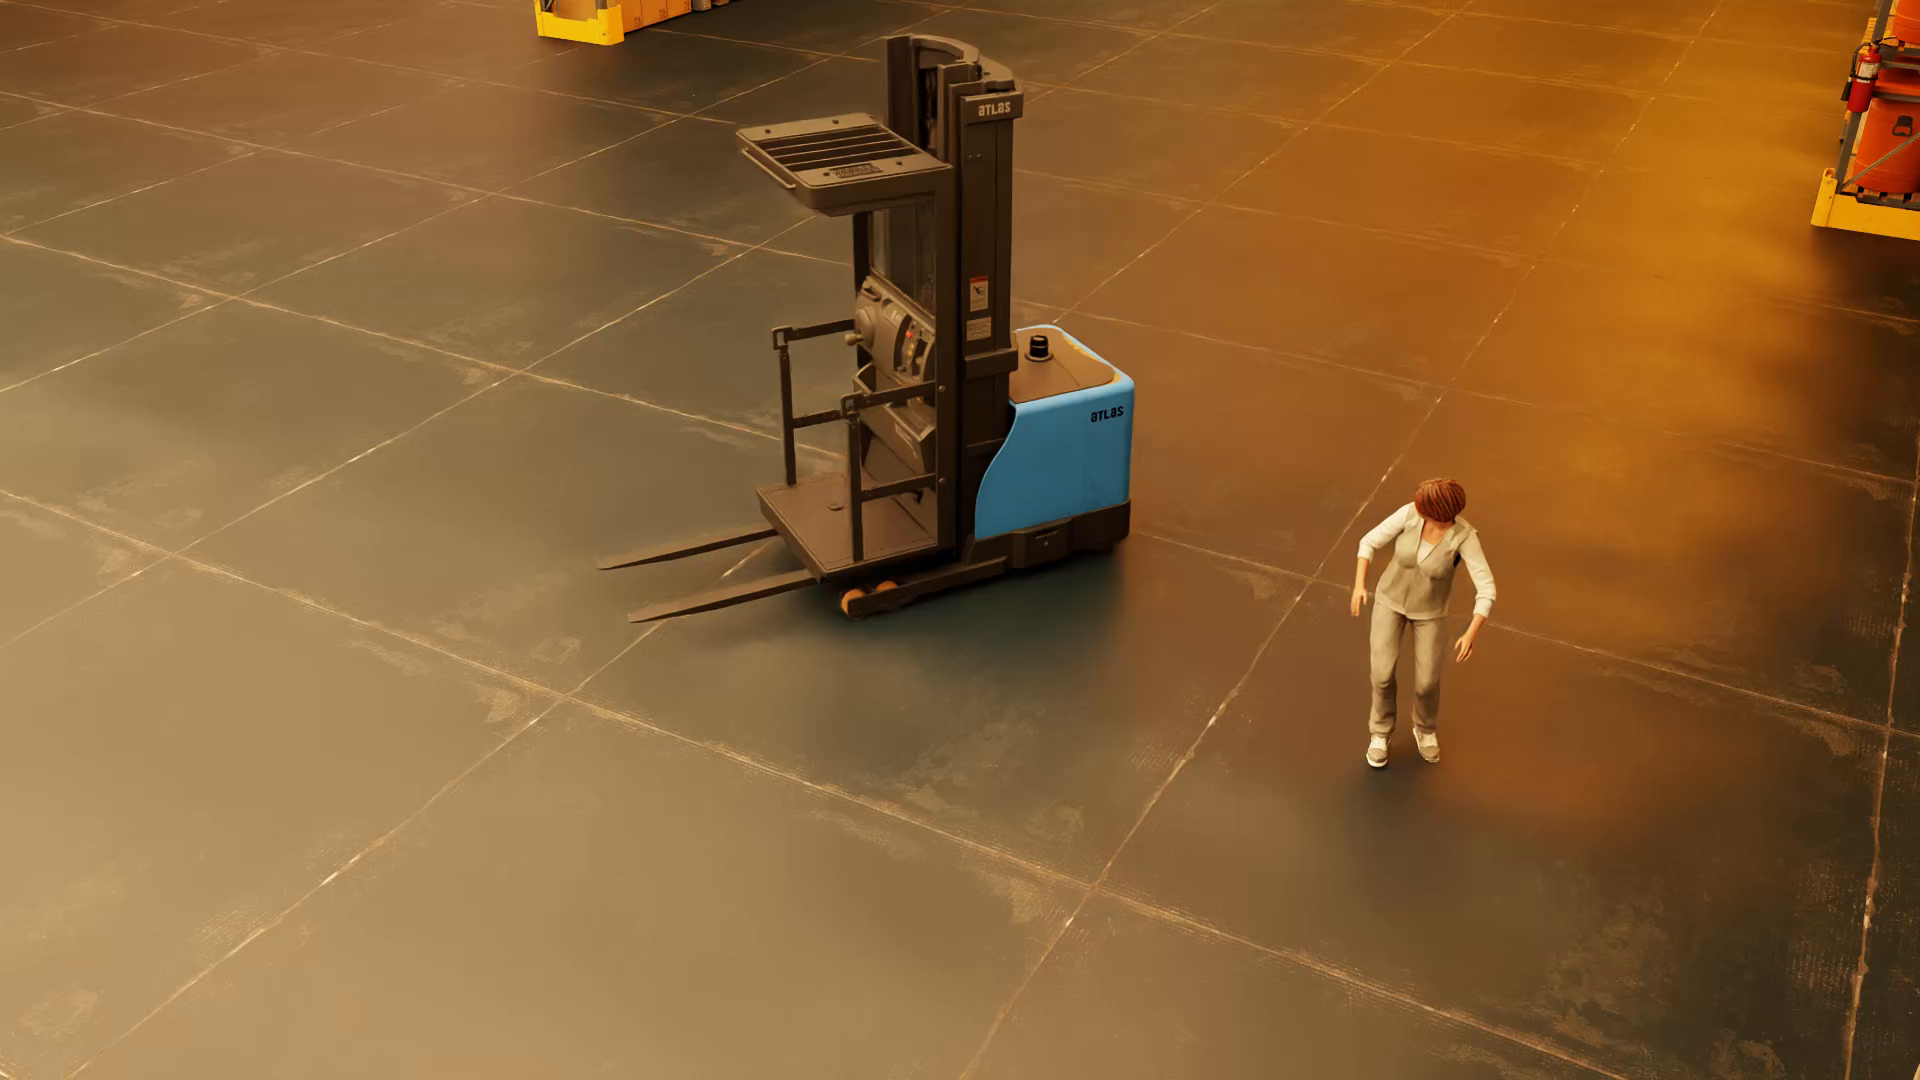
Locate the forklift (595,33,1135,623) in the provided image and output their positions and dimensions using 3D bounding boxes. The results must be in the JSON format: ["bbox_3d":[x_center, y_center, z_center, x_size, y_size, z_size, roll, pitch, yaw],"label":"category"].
[{"bbox_3d":[-0.544,-1.129,9.026,3.031,2.935,1.130,-14,33,-23],"label":"forklift"}]

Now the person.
[{"bbox_3d":[2.148,0.399,7.821,0.657,1.549,0.570,12,32,20],"label":"person"}]
